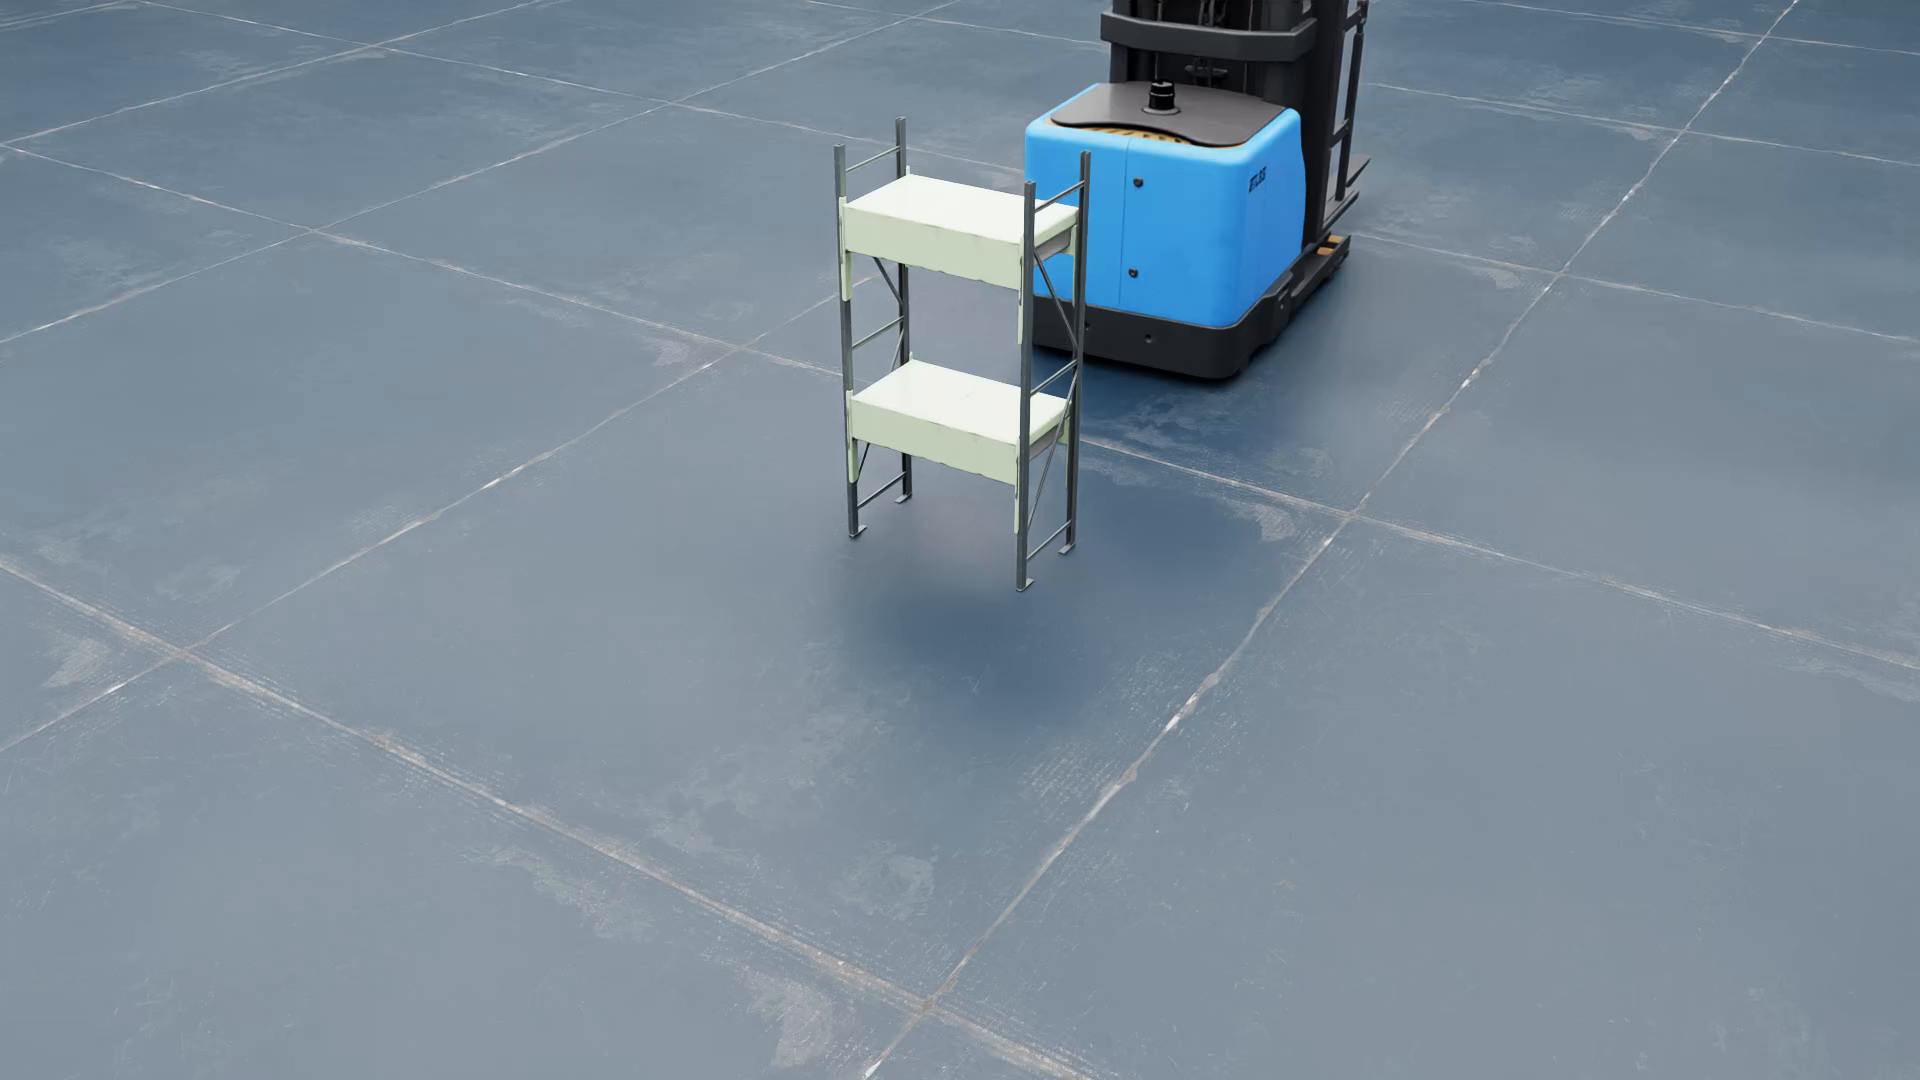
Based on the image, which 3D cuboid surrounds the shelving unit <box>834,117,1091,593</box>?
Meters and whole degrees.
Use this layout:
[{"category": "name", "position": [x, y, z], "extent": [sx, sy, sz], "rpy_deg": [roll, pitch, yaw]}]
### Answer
[{"category": "shelving unit", "position": [0.006, -0.646, 5.869], "extent": [0.755, 1.500, 0.431], "rpy_deg": [18, 35, 27]}]

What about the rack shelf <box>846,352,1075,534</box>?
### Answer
[{"category": "rack shelf", "position": [0.006, -0.364, 6.033], "extent": [0.720, 0.370, 0.431], "rpy_deg": [18, 35, 27]}]

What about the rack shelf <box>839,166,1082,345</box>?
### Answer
[{"category": "rack shelf", "position": [0.006, -0.983, 5.672], "extent": [0.720, 0.370, 0.431], "rpy_deg": [18, 35, 27]}]

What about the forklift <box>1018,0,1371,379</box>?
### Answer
[{"category": "forklift", "position": [1.387, -2.694, 7.960], "extent": [1.130, 2.935, 3.031], "rpy_deg": [14, 33, 23]}]

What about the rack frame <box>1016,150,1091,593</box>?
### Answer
[{"category": "rack frame", "position": [0.316, -0.548, 5.701], "extent": [0.023, 1.500, 0.400], "rpy_deg": [18, 35, 27]}]

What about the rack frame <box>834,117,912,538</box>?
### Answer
[{"category": "rack frame", "position": [-0.304, -0.744, 6.037], "extent": [0.023, 1.500, 0.400], "rpy_deg": [18, 35, 27]}]
